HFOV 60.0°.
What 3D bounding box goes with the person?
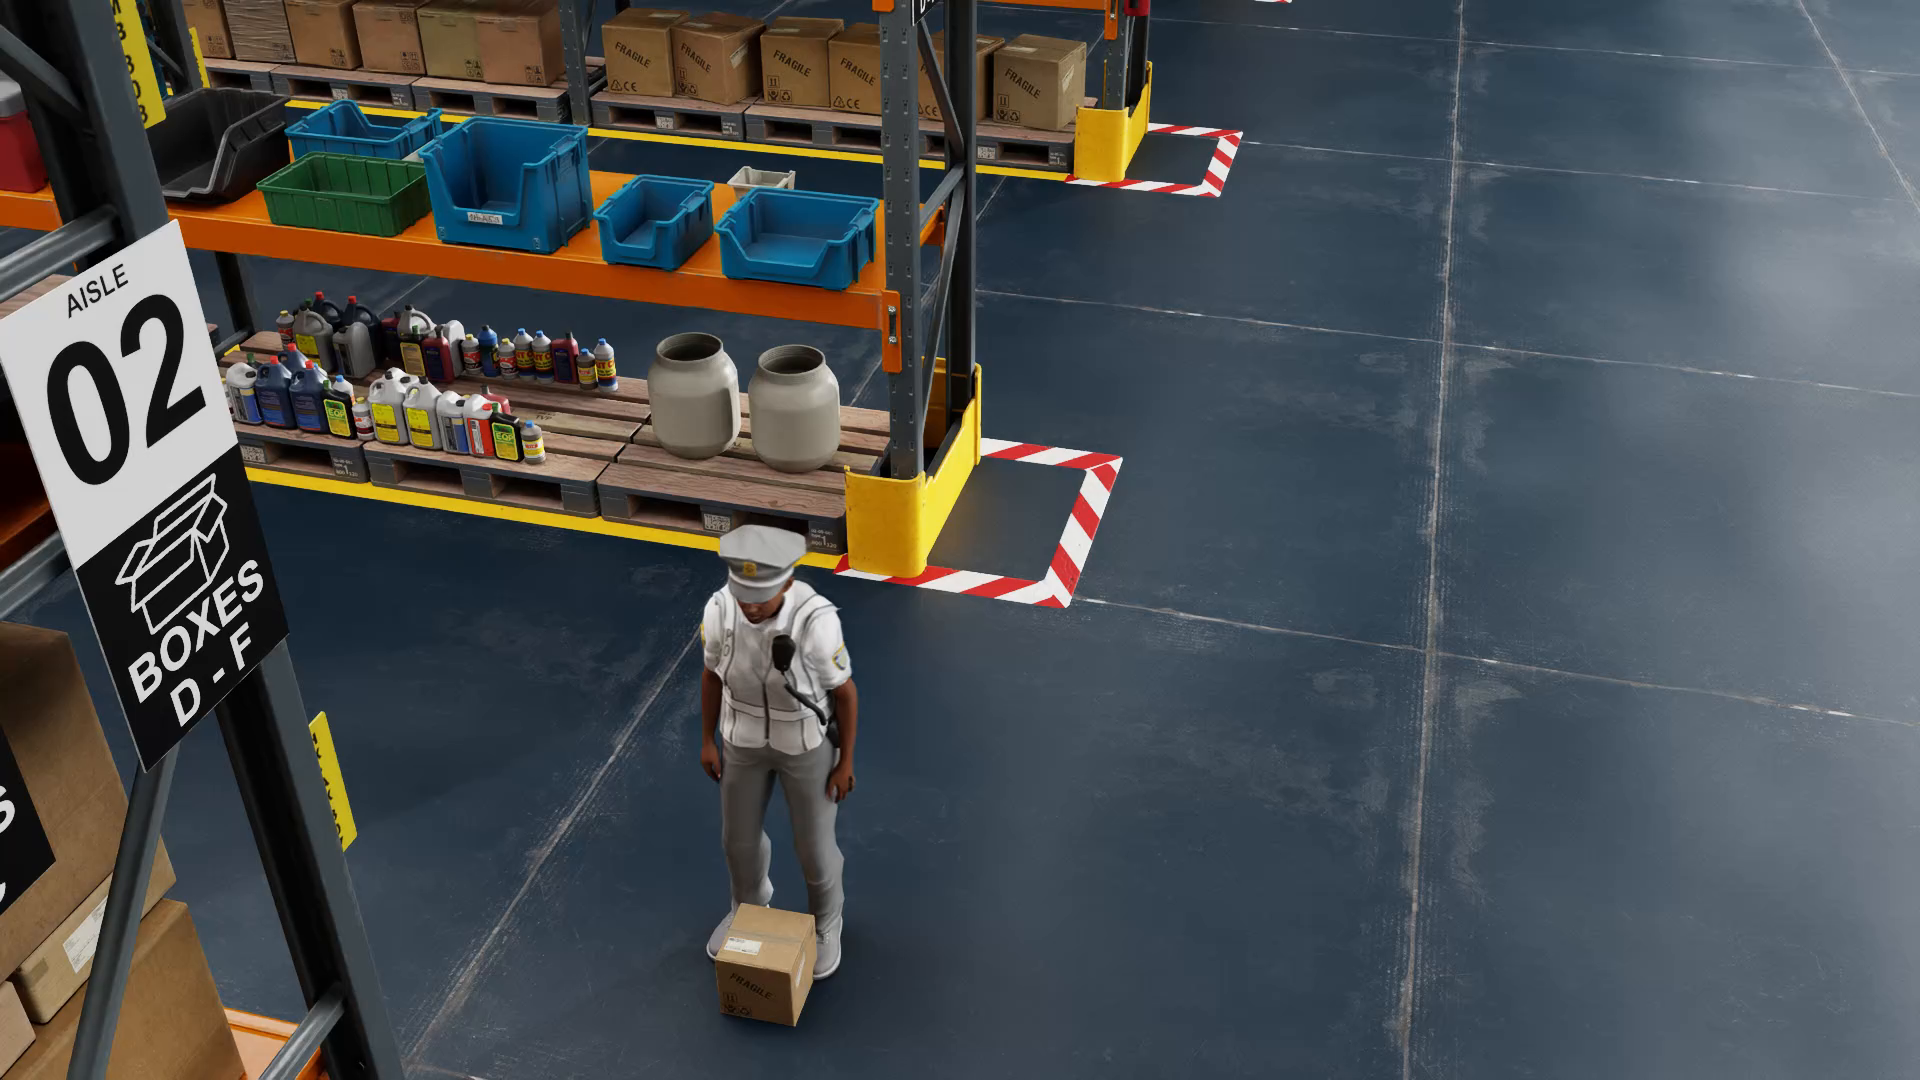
[{"bbox_3d":[-0.569,0.649,5.143,0.515,1.657,0.400,8,34,12],"label":"person"}]
